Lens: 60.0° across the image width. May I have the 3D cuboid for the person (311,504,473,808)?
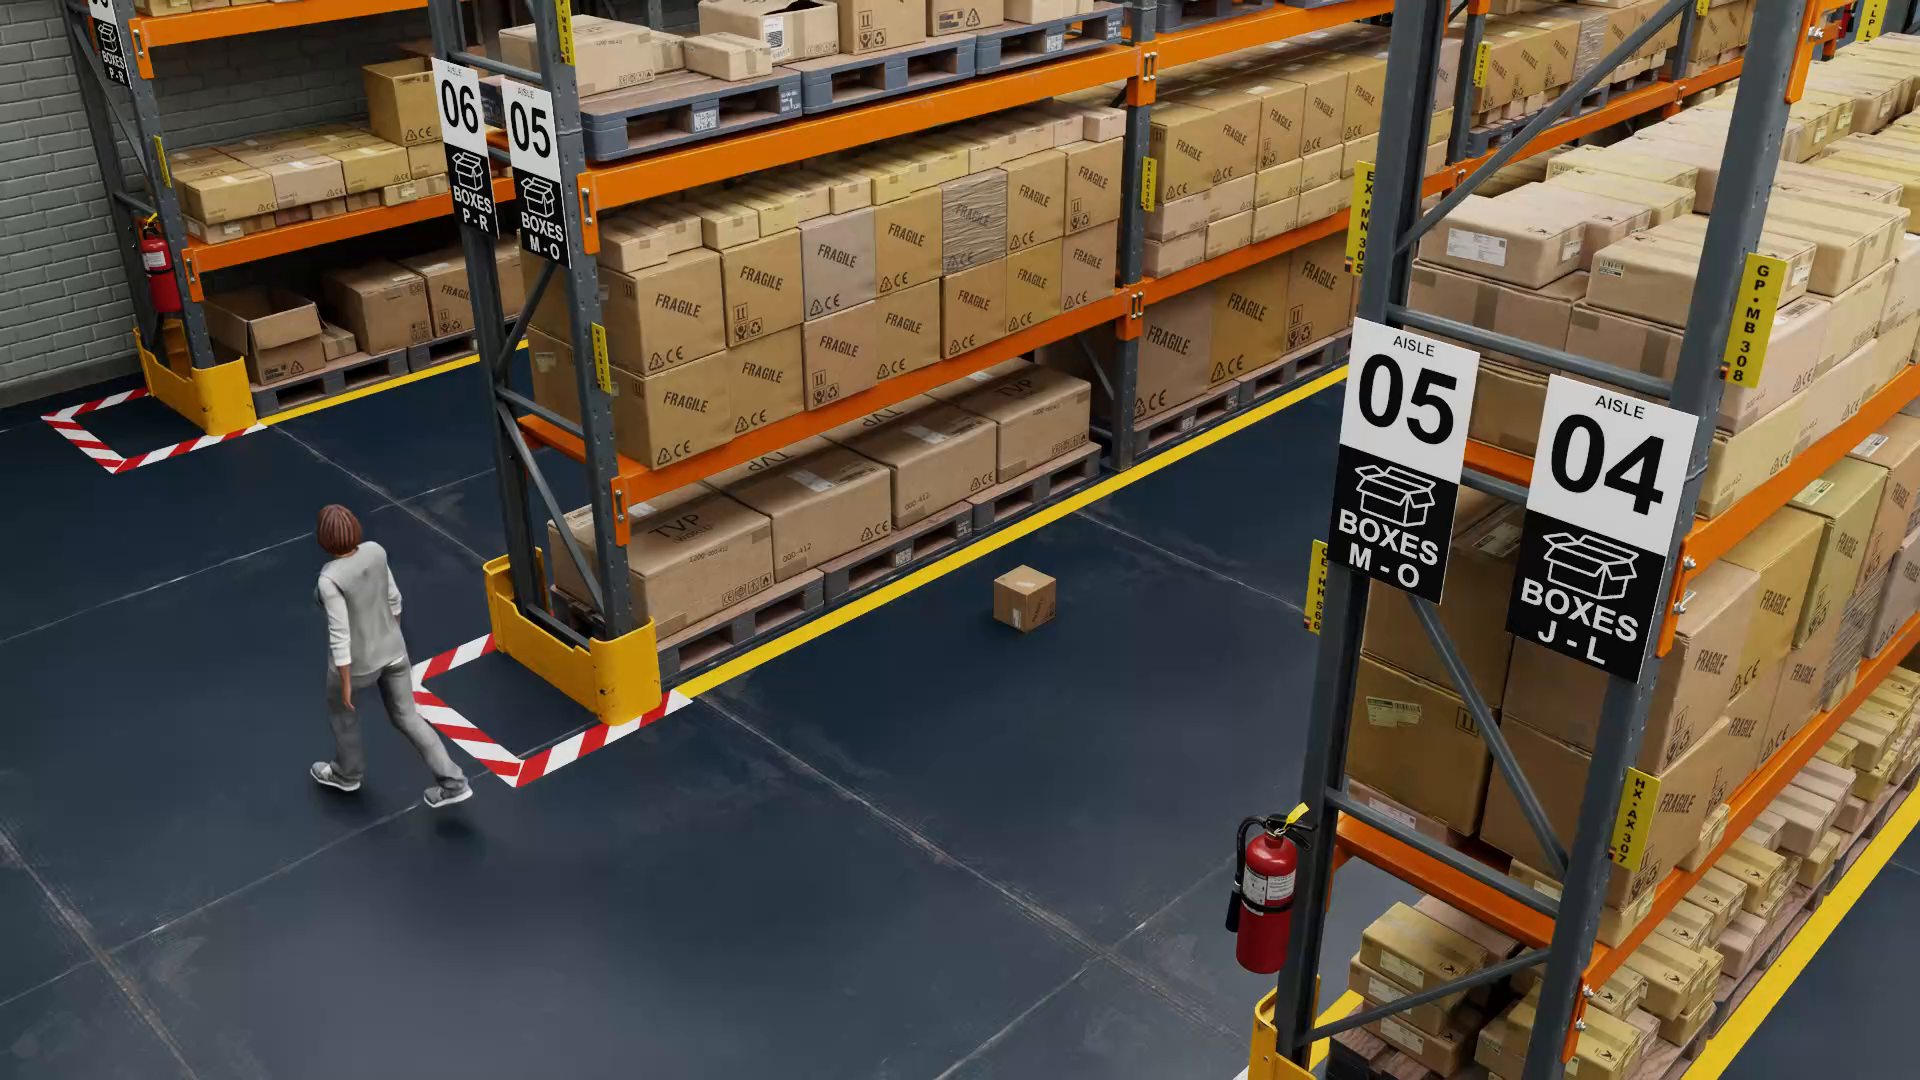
[{"bbox_3d":[-2.697,0.536,7.616,0.920,1.551,0.450,16,32,28],"label":"person"}]
